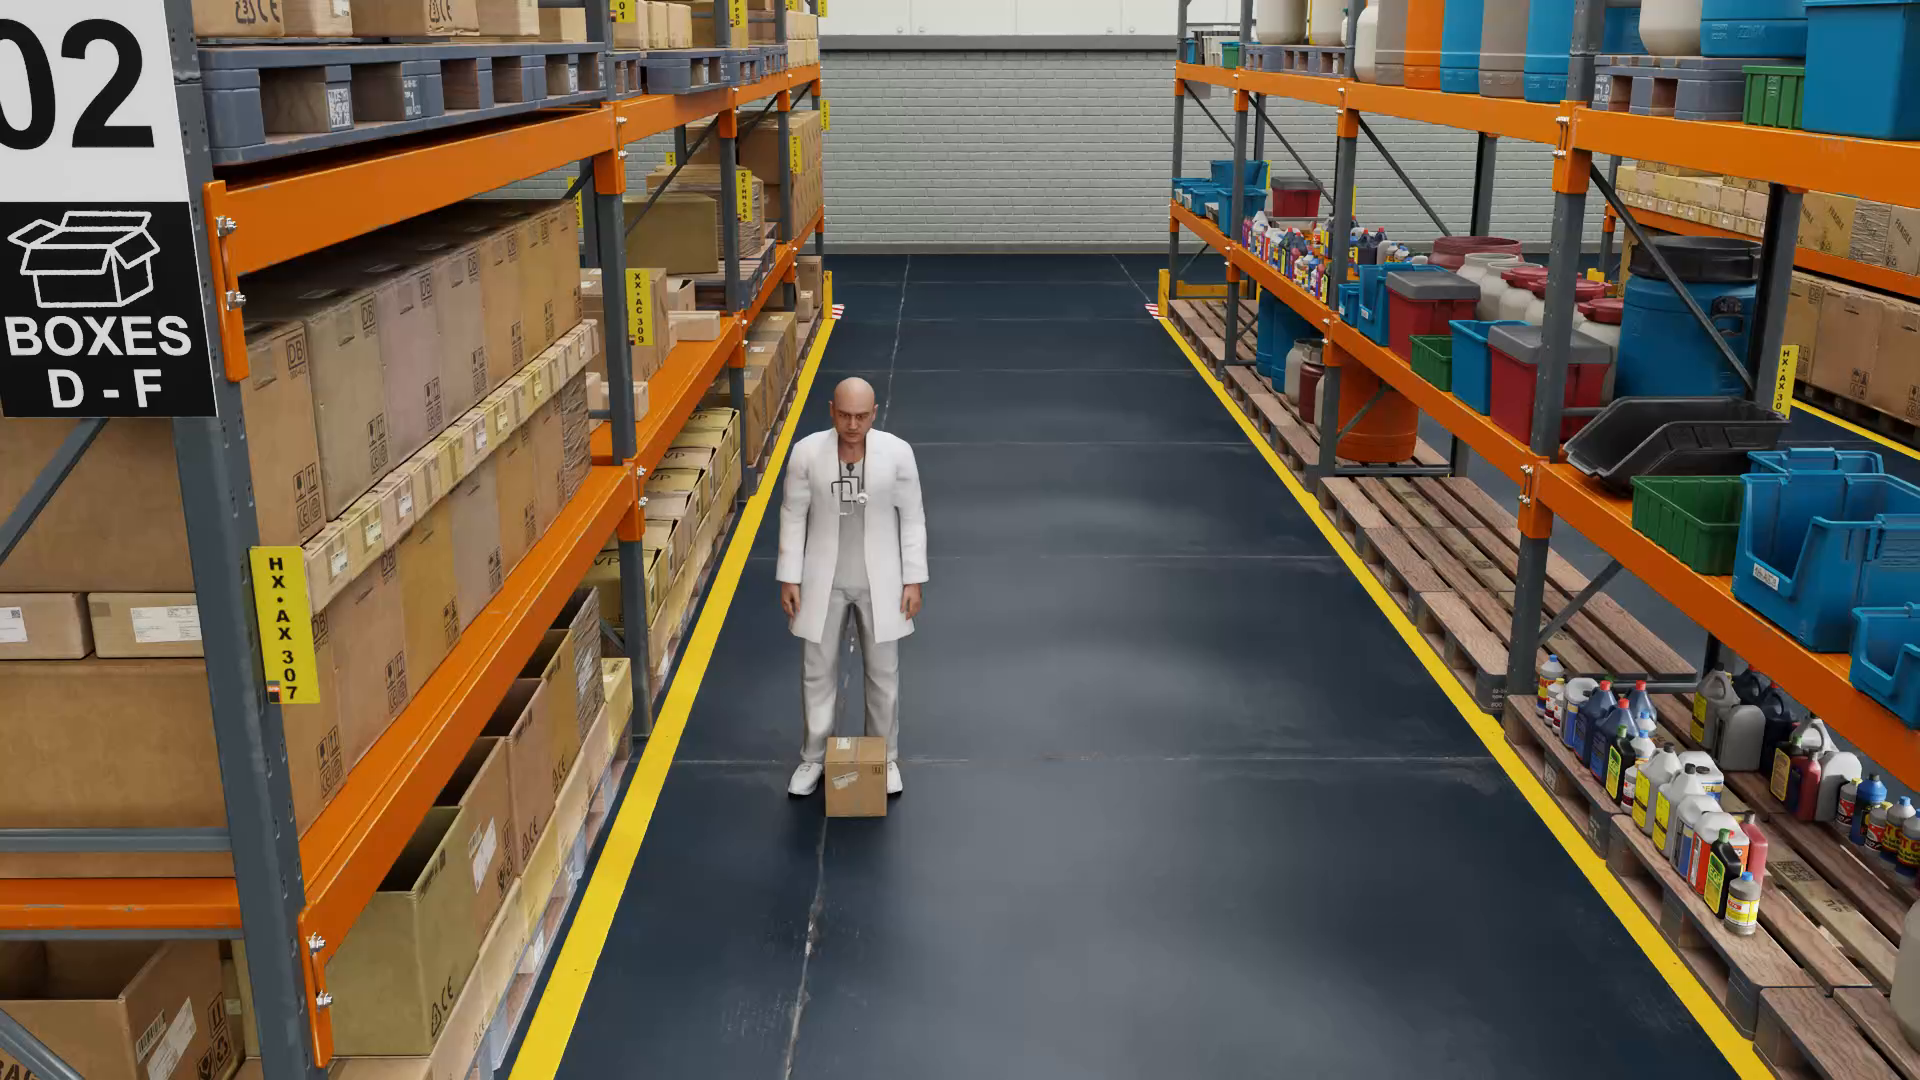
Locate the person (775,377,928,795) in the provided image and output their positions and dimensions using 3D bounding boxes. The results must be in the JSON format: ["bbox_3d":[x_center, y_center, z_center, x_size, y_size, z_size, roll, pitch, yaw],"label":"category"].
[{"bbox_3d":[-0.452,0.186,6.955,0.640,1.773,0.425,0,17,-1],"label":"person"}]
